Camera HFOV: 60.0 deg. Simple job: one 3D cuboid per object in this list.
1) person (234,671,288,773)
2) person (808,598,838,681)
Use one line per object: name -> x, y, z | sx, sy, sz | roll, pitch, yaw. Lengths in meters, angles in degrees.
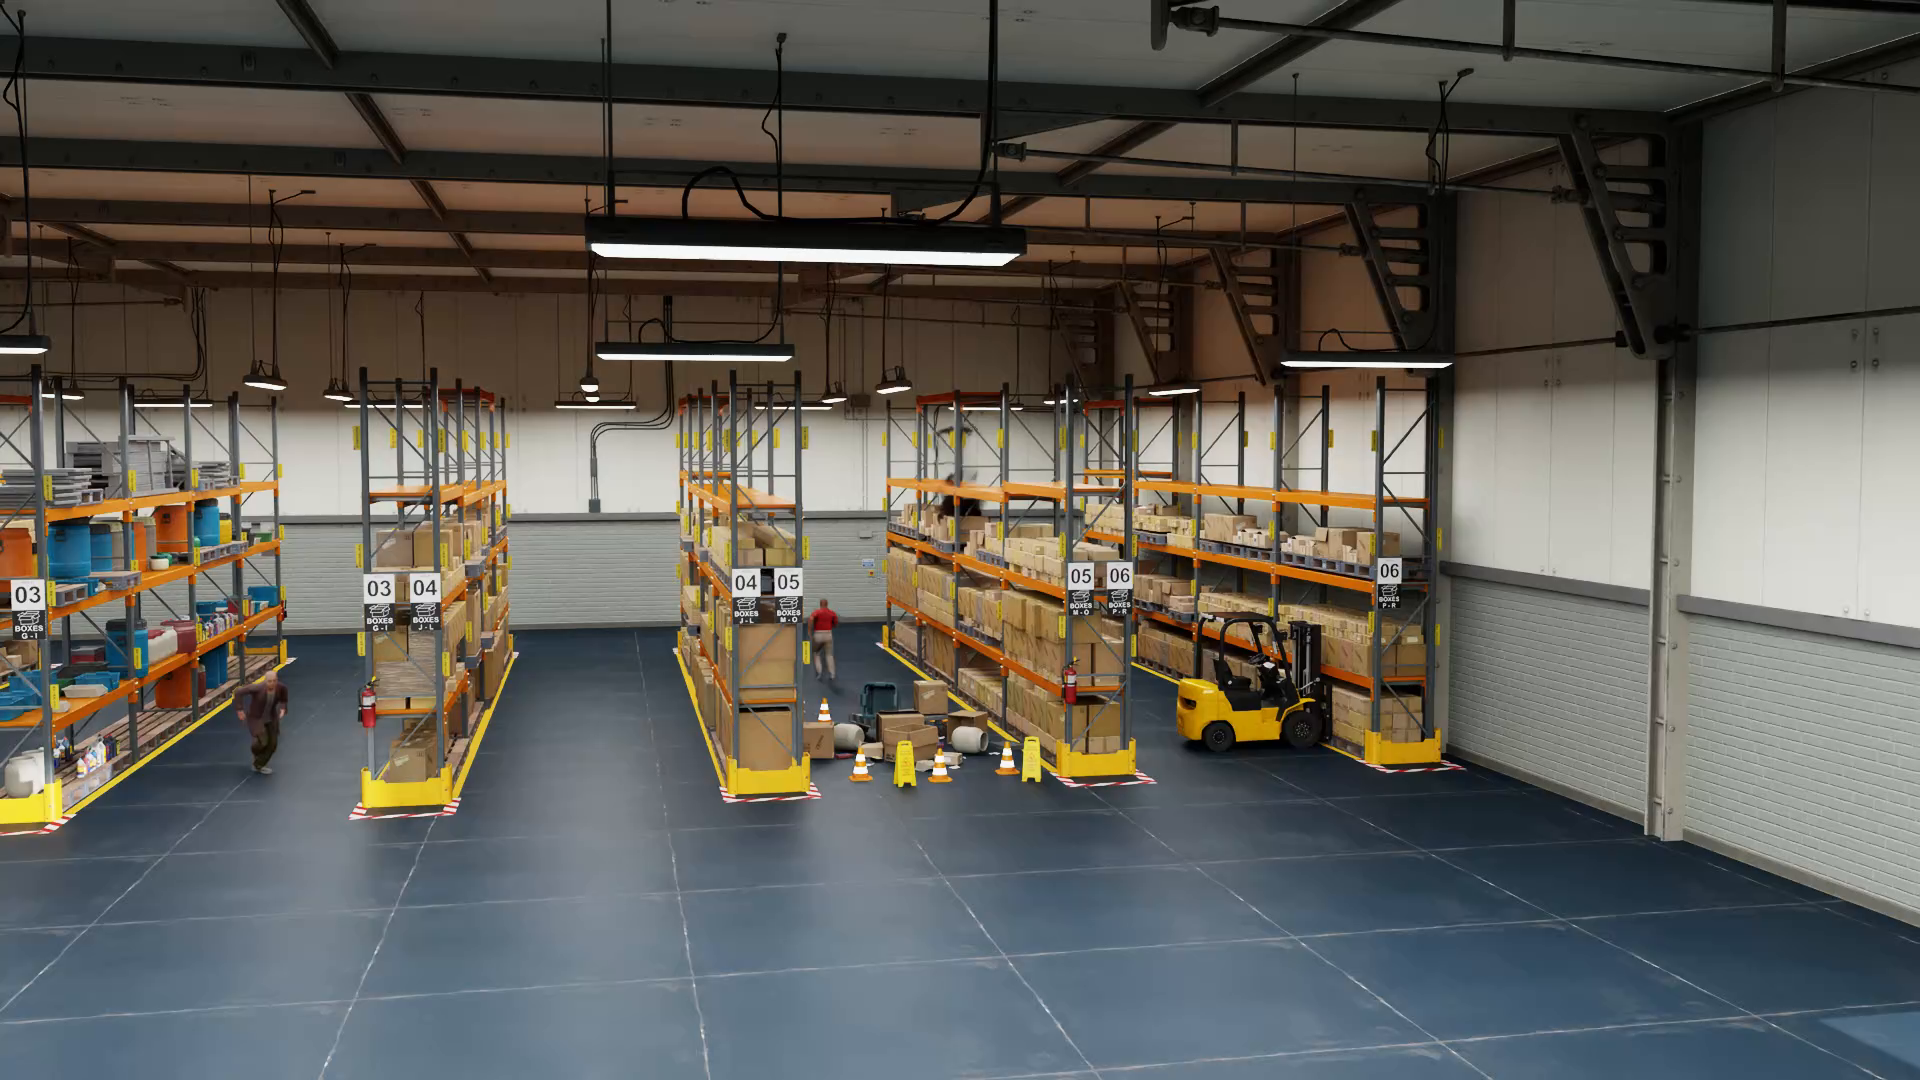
person -> -10.421, 2.732, 24.840 | 0.736, 1.597, 0.868 | -3, 5, -44
person -> -2.852, 2.099, 34.539 | 0.673, 1.774, 0.900 | -1, 3, -14
